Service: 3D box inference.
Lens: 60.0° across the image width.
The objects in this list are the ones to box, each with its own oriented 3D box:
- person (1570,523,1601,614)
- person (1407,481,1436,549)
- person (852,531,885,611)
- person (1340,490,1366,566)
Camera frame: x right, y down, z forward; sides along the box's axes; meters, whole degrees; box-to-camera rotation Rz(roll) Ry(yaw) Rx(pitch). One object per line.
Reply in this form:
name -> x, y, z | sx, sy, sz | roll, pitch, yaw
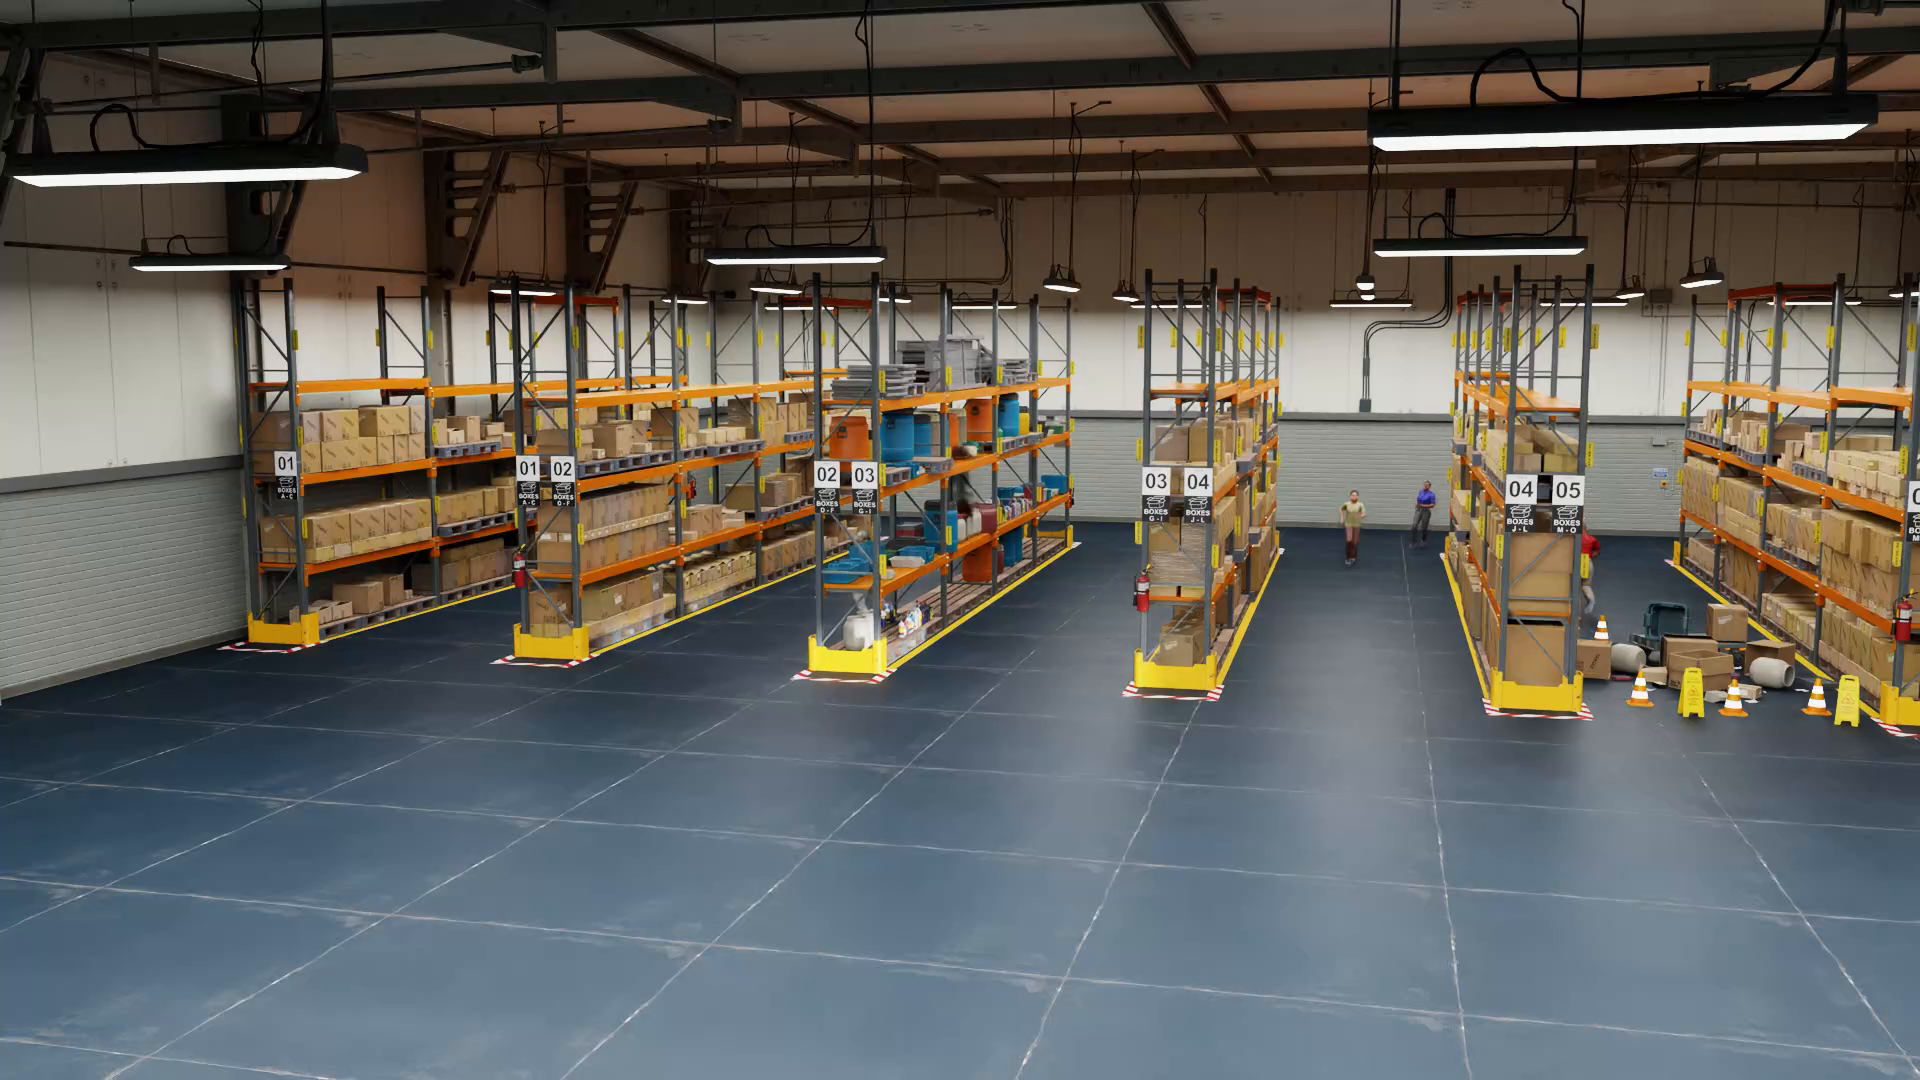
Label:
person -> 11.451, 0.528, 30.541 | 0.659, 1.677, 0.775 | 1, 7, 4
person -> 11.211, -0.590, 40.073 | 0.610, 1.701, 0.680 | 6, 9, 40
person -> -1.622, 0.605, 30.095 | 0.669, 1.597, 0.804 | 0, 7, -3
person -> 8.770, -0.270, 37.116 | 0.543, 1.684, 0.690 | 1, 7, 5
